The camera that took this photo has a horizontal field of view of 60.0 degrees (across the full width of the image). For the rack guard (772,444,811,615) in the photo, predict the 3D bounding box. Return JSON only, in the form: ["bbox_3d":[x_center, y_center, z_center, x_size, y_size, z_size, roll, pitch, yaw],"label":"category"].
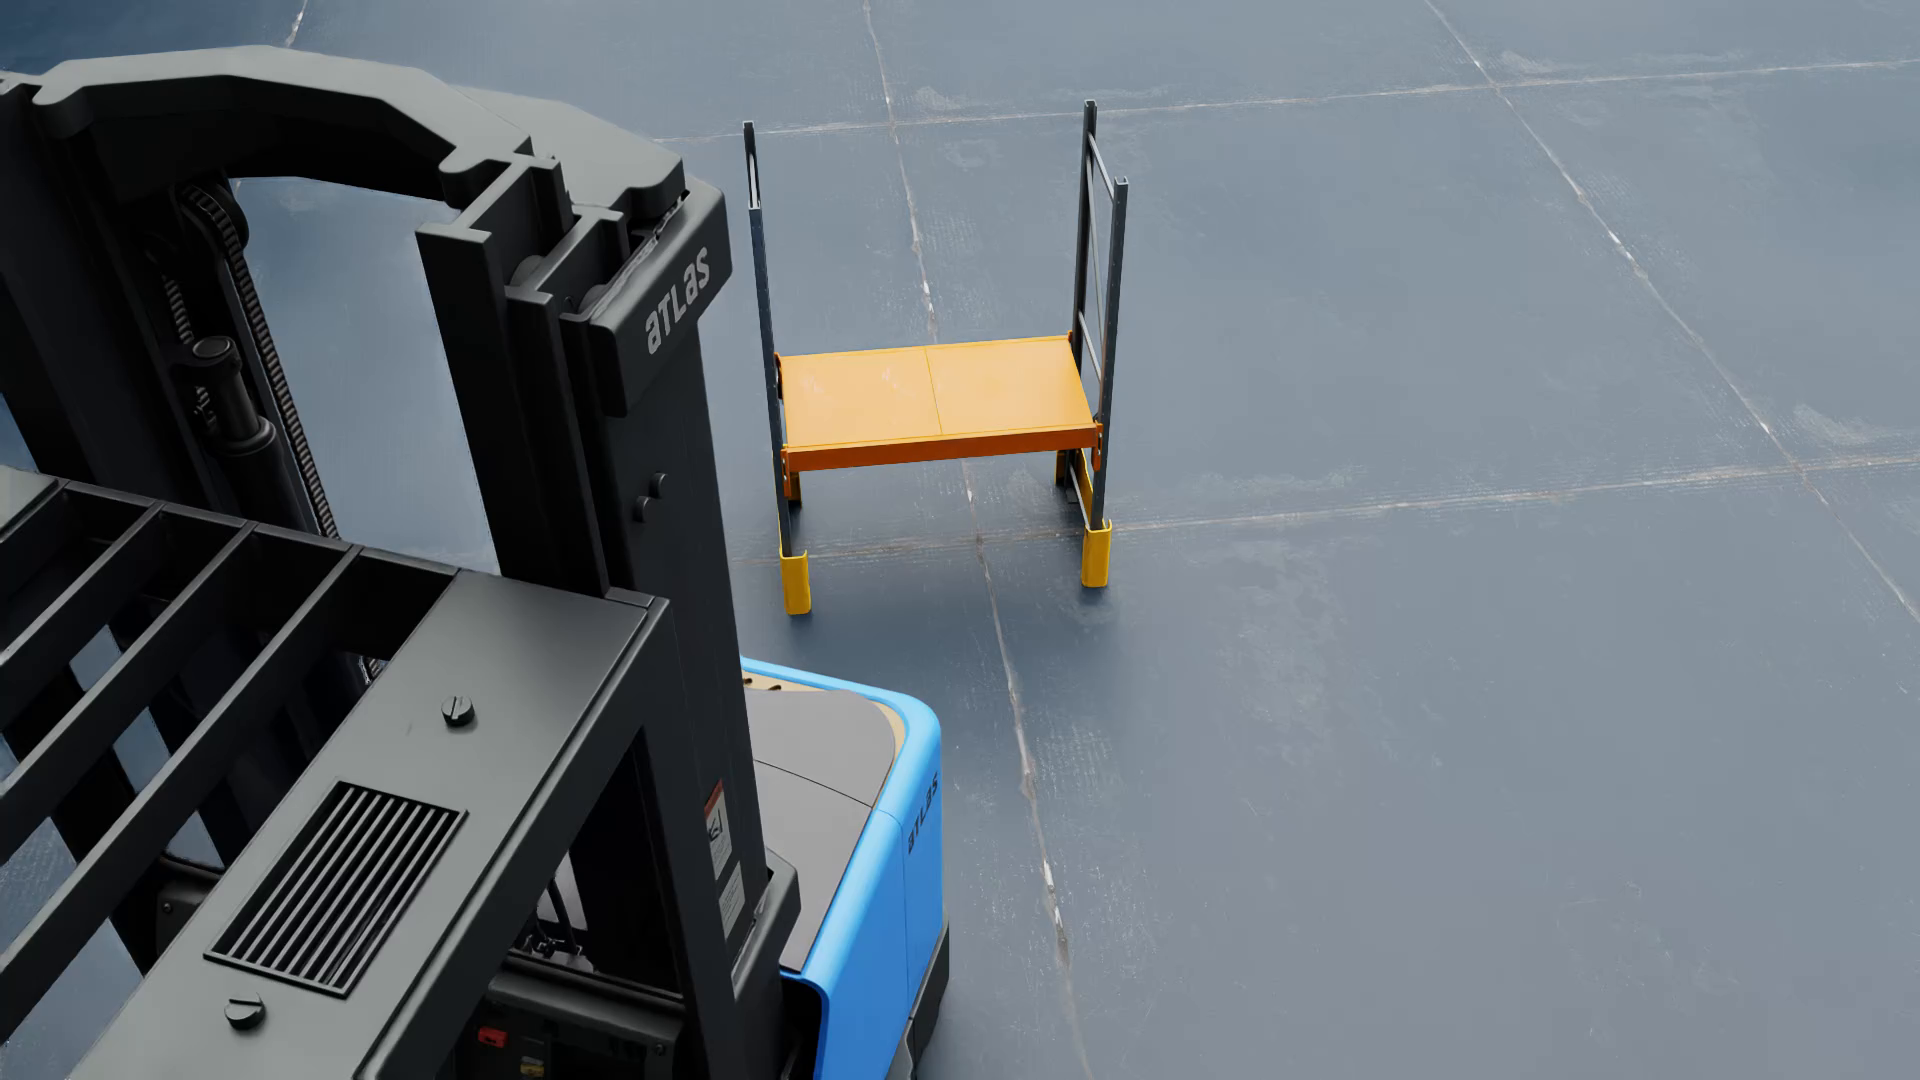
[{"bbox_3d":[-0.569,-0.043,5.611,0.087,0.250,0.587,-5,42,-6],"label":"rack guard"}]

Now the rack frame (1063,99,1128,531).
[{"bbox_3d":[0.419,-0.594,5.288,0.032,1.500,0.500,-5,42,-6],"label":"rack frame"}]

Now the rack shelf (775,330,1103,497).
[{"bbox_3d":[-0.085,-0.416,5.360,1.000,0.185,0.538,-5,42,-6],"label":"rack shelf"}]

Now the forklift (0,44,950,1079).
[{"bbox_3d":[-0.948,0.922,2.540,1.130,2.935,3.031,12,43,13],"label":"forklift"}]

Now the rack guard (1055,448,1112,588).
[{"bbox_3d":[0.418,-0.129,5.707,0.087,0.250,0.587,-5,42,-6],"label":"rack guard"}]

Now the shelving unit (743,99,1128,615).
[{"bbox_3d":[-0.076,-0.550,5.240,1.083,1.500,0.587,-5,42,-6],"label":"shelving unit"}]

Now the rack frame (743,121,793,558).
[{"bbox_3d":[-0.589,-0.505,5.191,0.032,1.500,0.500,-5,42,-6],"label":"rack frame"}]
